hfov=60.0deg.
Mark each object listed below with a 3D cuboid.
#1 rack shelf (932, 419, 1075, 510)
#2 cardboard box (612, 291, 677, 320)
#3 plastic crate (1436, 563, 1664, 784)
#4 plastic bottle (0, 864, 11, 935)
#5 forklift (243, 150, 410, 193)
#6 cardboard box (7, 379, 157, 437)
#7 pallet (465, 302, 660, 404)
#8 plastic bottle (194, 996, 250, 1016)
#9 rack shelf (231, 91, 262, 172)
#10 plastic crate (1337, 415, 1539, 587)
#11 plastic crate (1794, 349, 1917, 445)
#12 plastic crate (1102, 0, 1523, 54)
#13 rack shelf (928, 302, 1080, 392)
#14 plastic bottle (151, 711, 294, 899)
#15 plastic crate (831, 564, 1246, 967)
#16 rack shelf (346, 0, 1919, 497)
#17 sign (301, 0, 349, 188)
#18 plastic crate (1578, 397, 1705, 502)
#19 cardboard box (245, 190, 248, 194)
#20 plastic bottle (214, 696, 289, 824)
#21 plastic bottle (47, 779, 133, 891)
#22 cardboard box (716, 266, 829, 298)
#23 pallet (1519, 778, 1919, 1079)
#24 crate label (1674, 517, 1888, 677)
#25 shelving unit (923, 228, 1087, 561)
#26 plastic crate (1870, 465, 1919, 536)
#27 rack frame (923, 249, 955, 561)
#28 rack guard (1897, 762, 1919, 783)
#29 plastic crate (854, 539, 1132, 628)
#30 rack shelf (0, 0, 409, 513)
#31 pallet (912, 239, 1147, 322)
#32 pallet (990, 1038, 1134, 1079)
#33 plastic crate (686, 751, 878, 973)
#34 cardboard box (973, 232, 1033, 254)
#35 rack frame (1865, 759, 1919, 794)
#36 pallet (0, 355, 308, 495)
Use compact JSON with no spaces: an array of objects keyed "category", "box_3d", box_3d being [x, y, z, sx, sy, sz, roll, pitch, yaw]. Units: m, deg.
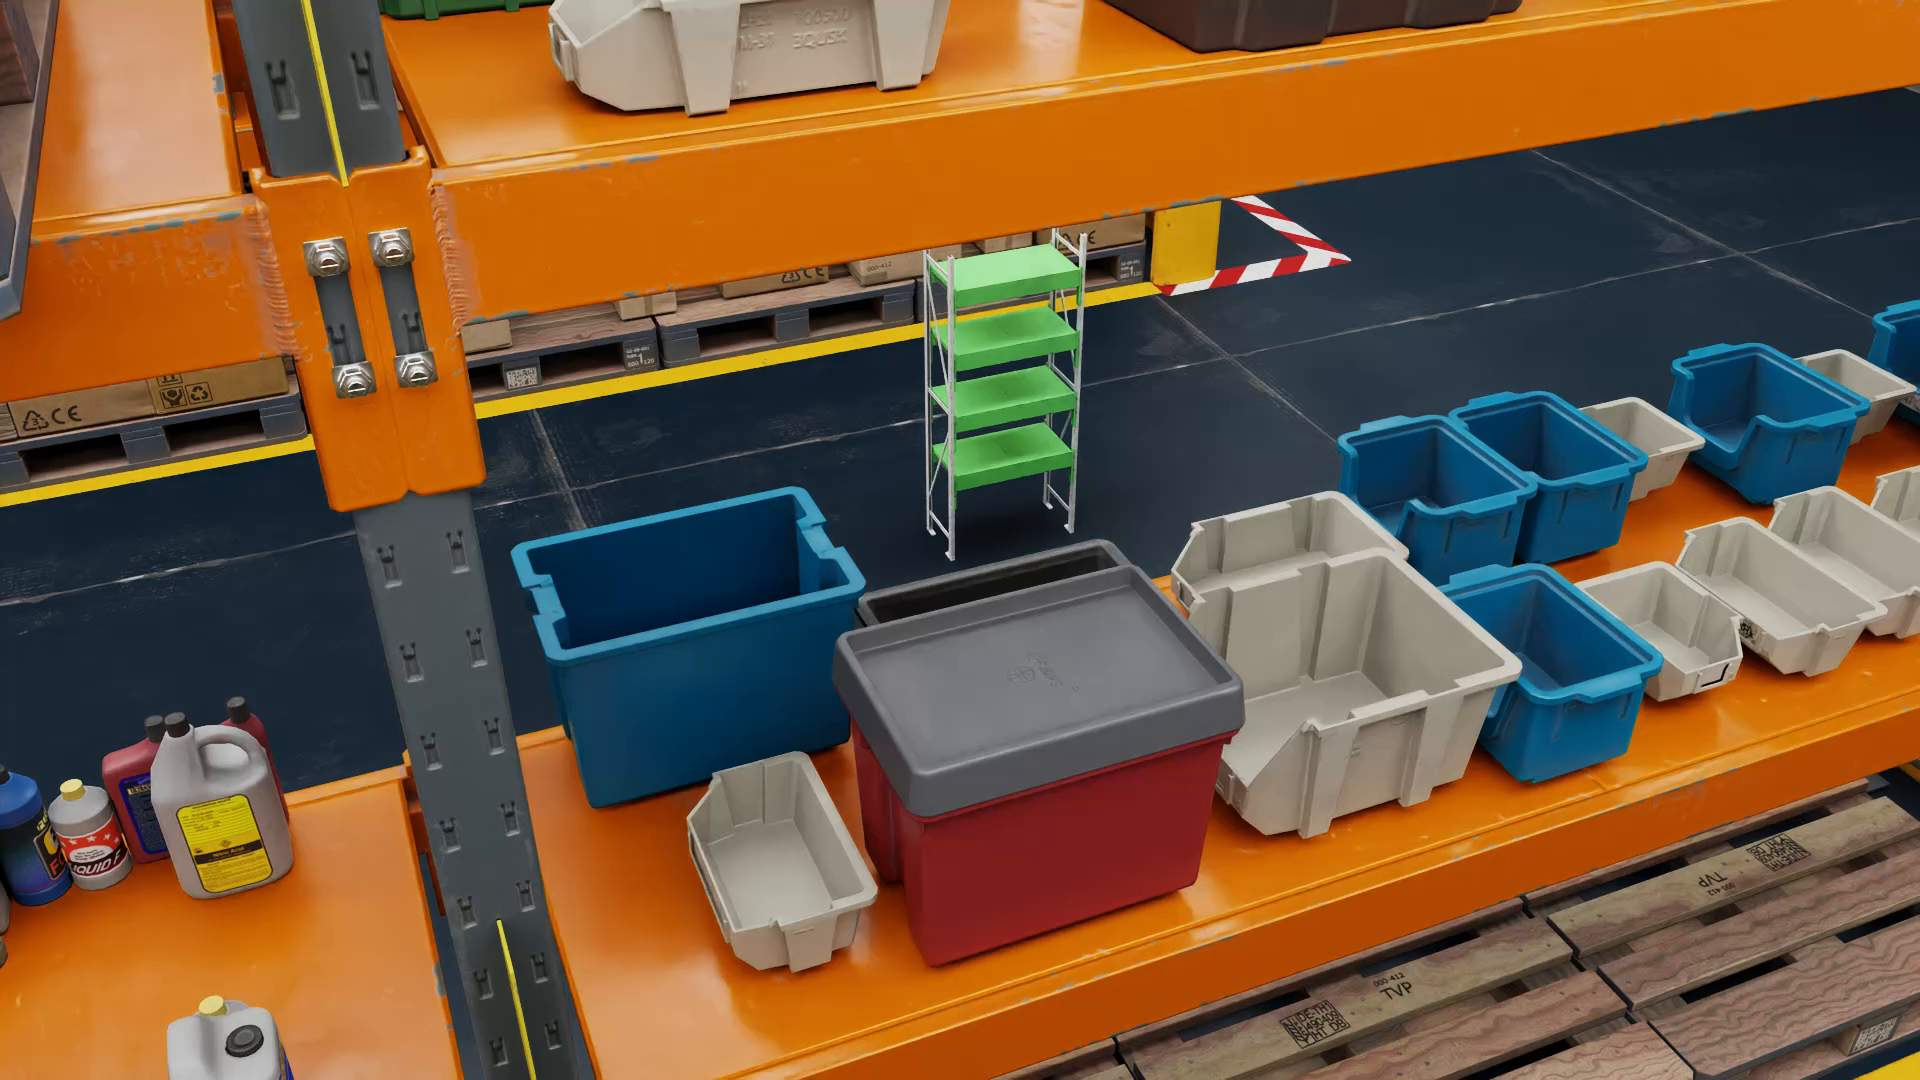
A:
[{"category":"rack shelf","box_3d":[0.153,-0.283,6.142,0.480,0.148,0.258,-13,35,-19]},{"category":"cardboard box","box_3d":[-1.448,-1.158,7.474,0.250,0.166,0.380,-13,35,-19]},{"category":"plastic crate","box_3d":[1.096,0.261,3.197,0.300,0.233,0.416,-13,35,-19]},{"category":"plastic bottle","box_3d":[-1.710,0.533,2.794,0.135,0.276,0.152,-13,35,-19]},{"category":"forklift","box_3d":[-3.563,-3.294,8.626,3.031,2.935,1.130,-4,33,-6]},{"category":"cardboard box","box_3d":[-3.515,-0.782,6.590,0.500,0.500,0.500,-13,35,-19]},{"category":"pallet","box_3d":[-2.079,-0.970,7.547,1.213,0.211,1.003,-13,35,-19]},{"category":"plastic bottle","box_3d":[-1.102,0.768,2.502,0.097,0.201,0.097,0,33,0]},{"category":"rack shelf","box_3d":[-4.556,-1.270,6.111,4.000,0.370,1.077,-13,35,-19]},{"category":"plastic crate","box_3d":[1.044,-0.074,3.712,0.300,0.233,0.416,-13,35,-19]},{"category":"plastic crate","box_3d":[2.207,-0.349,4.222,0.298,0.136,0.250,-13,35,-19]},{"category":"plastic crate","box_3d":[0.453,-0.829,2.144,0.590,0.269,0.497,-13,35,-19]},{"category":"rack shelf","box_3d":[0.153,-0.685,5.880,0.480,0.148,0.258,-13,35,-19]},{"category":"plastic bottle","box_3d":[-1.286,0.438,2.871,0.185,0.351,0.144,-13,35,-19]},{"category":"plastic crate","box_3d":[0.122,0.383,2.797,0.583,0.464,0.402,-13,35,-19]},{"category":"rack shelf","box_3d":[1.046,-0.880,2.762,4.000,0.370,1.077,-13,35,-19]},{"category":"sign","box_3d":[-0.587,-0.486,1.489,0.005,0.325,0.100,-13,35,-19]},{"category":"plastic crate","box_3d":[1.582,-0.206,4.002,0.298,0.136,0.250,-13,35,-19]},{"category":"cardboard box","box_3d":[-3.253,-1.151,7.157,0.500,0.500,0.500,-15,36,-21]},{"category":"plastic bottle","box_3d":[-1.302,0.409,2.977,0.133,0.283,0.061,-13,35,-19]},{"category":"plastic bottle","box_3d":[-1.524,0.506,2.905,0.097,0.201,0.097,0,33,0]},{"category":"cardboard box","box_3d":[-0.982,-1.531,7.739,0.637,0.503,0.797,-13,35,-19]},{"category":"pallet","box_3d":[2.114,0.977,4.556,1.213,0.211,1.003,-13,35,-19]},{"category":"crate label","box_3d":[1.688,0.127,3.492,0.243,0.136,0.396,-13,35,-19]},{"category":"shelving unit","box_3d":[0.153,-0.538,5.976,0.503,1.200,0.258,-13,35,-19]},{"category":"plastic crate","box_3d":[2.208,0.002,3.684,0.243,0.136,0.396,-13,35,-19]},{"category":"rack frame","box_3d":[-0.072,-0.486,5.897,0.015,1.200,0.240,-13,35,-19]},{"category":"rack guard","box_3d":[2.907,0.689,4.732,0.348,0.500,1.175,-13,35,-19]},{"category":"plastic crate","box_3d":[0.130,0.216,3.364,0.590,0.125,0.437,-13,35,-19]},{"category":"rack shelf","box_3d":[-2.642,-0.036,1.464,4.000,0.370,1.077,-13,35,-19]},{"category":"pallet","box_3d":[0.171,-1.485,8.339,1.213,0.211,1.003,-13,35,-19]},{"category":"pallet","box_3d":[-0.135,1.492,3.764,1.213,0.211,1.003,-13,35,-19]},{"category":"plastic crate","box_3d":[-0.314,0.557,2.831,0.243,0.136,0.396,-13,35,-19]},{"category":"cardboard box","box_3d":[0.161,-1.556,8.086,0.250,0.166,0.380,-13,35,-19]},{"category":"rack frame","box_3d":[2.890,-0.347,4.033,0.127,3.000,1.000,-13,35,-19]},{"category":"pallet","box_3d":[-3.448,-0.634,7.032,1.213,0.211,1.003,-13,35,-19]}]
